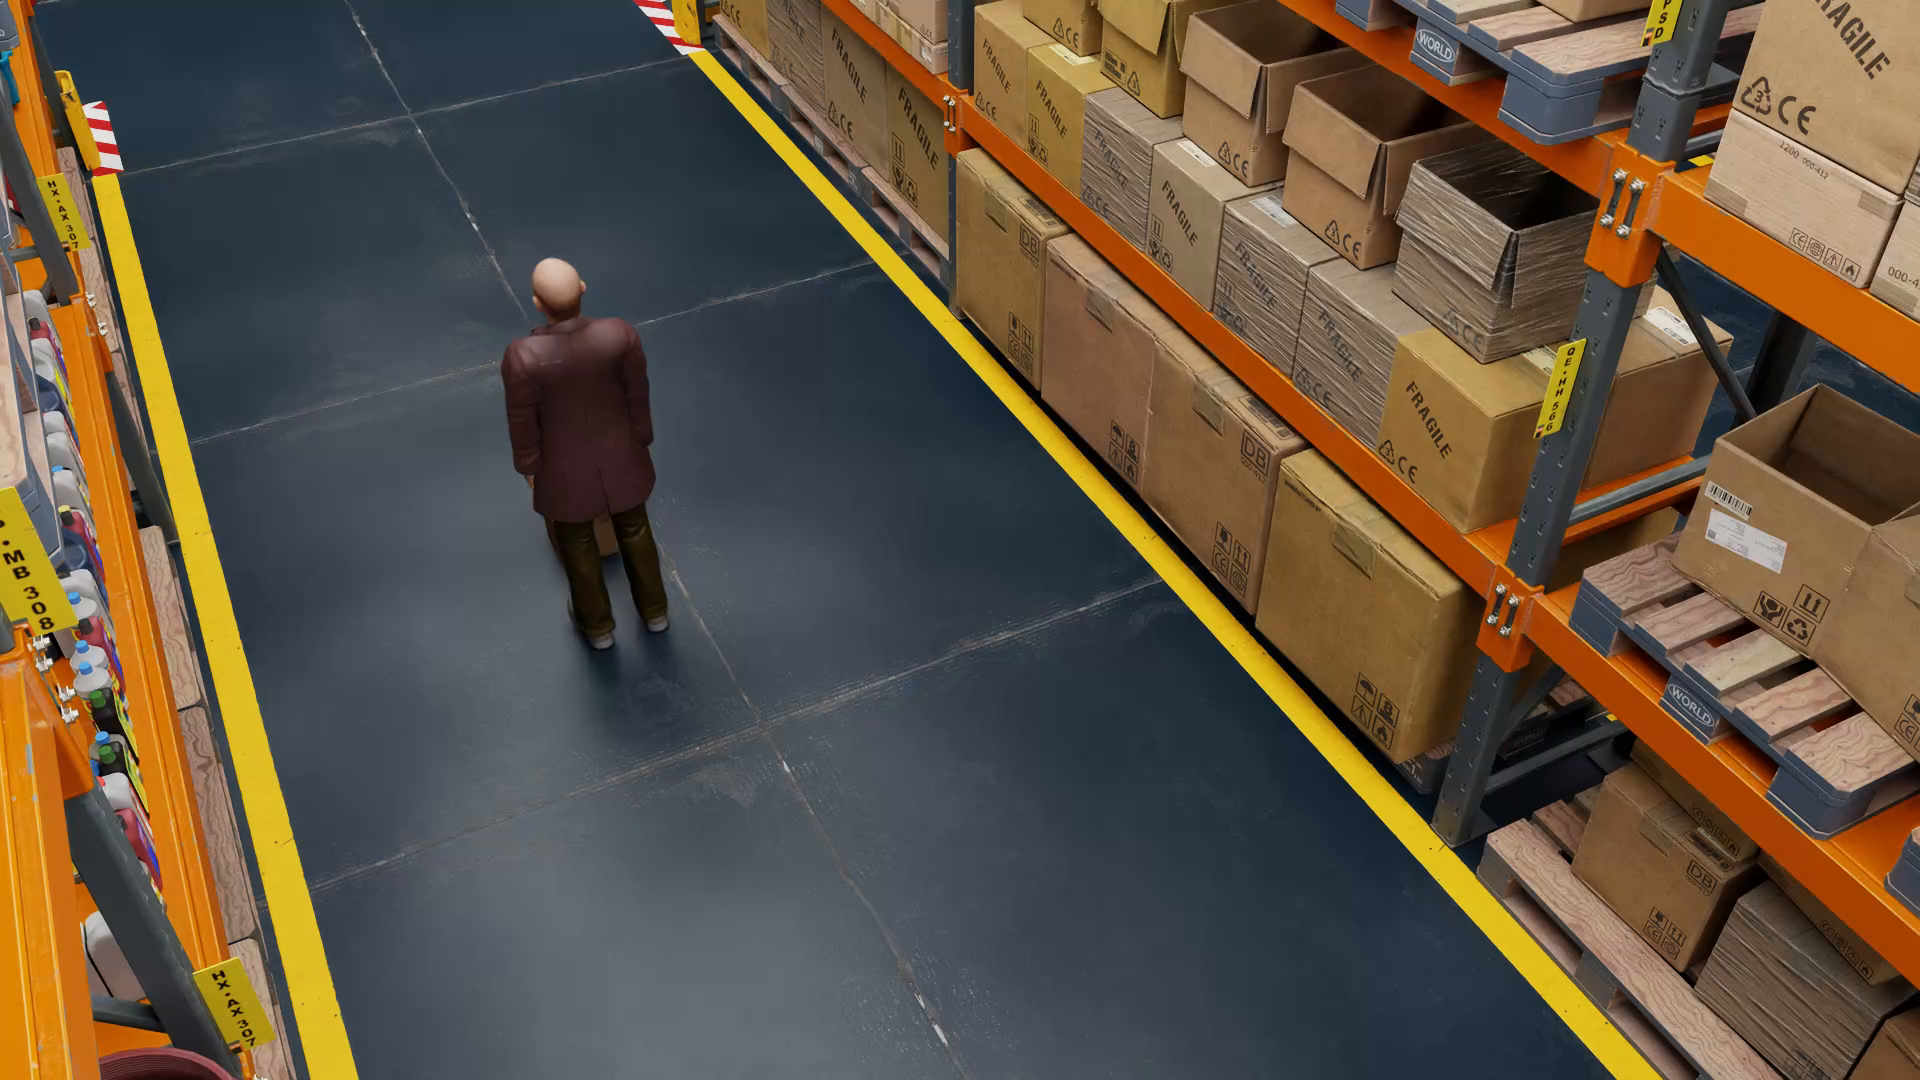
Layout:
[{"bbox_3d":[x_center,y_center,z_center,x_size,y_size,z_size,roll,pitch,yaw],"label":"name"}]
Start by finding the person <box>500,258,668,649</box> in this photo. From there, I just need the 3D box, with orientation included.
[{"bbox_3d":[-1.481,-0.342,6.569,0.561,1.779,0.376,-18,44,-20],"label":"person"}]
